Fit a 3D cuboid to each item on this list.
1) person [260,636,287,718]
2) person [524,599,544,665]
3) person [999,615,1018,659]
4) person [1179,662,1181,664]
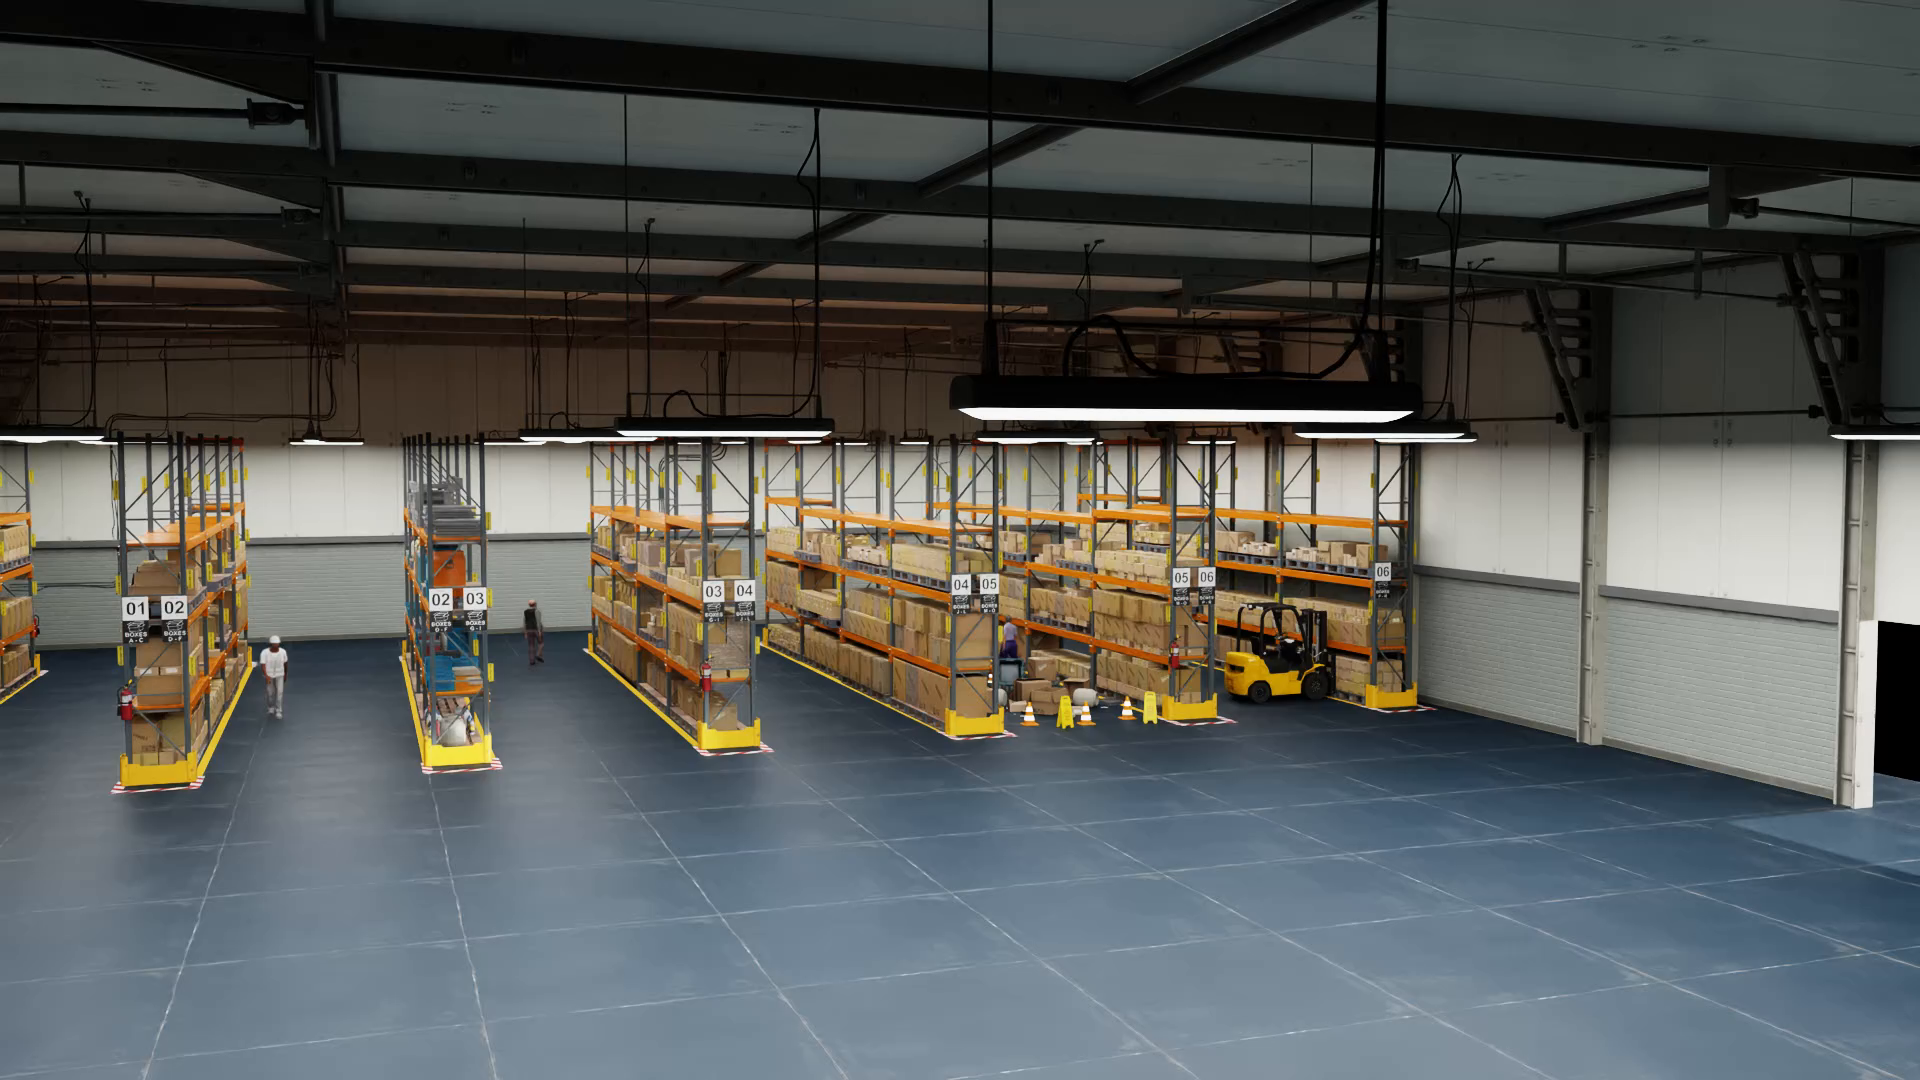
[{"bbox_3d":[-14.569,2.890,35.348,0.562,1.710,0.974,-2,4,-30],"label":"person"},{"bbox_3d":[-11.260,2.423,43.884,0.558,1.707,0.496,0,3,1],"label":"person"},{"bbox_3d":[1.210,2.672,40.745,0.513,1.687,0.626,-2,4,-33],"label":"person"},{"bbox_3d":[5.042,2.711,39.331,0.540,1.653,0.480,-1,3,-11],"label":"person"}]
